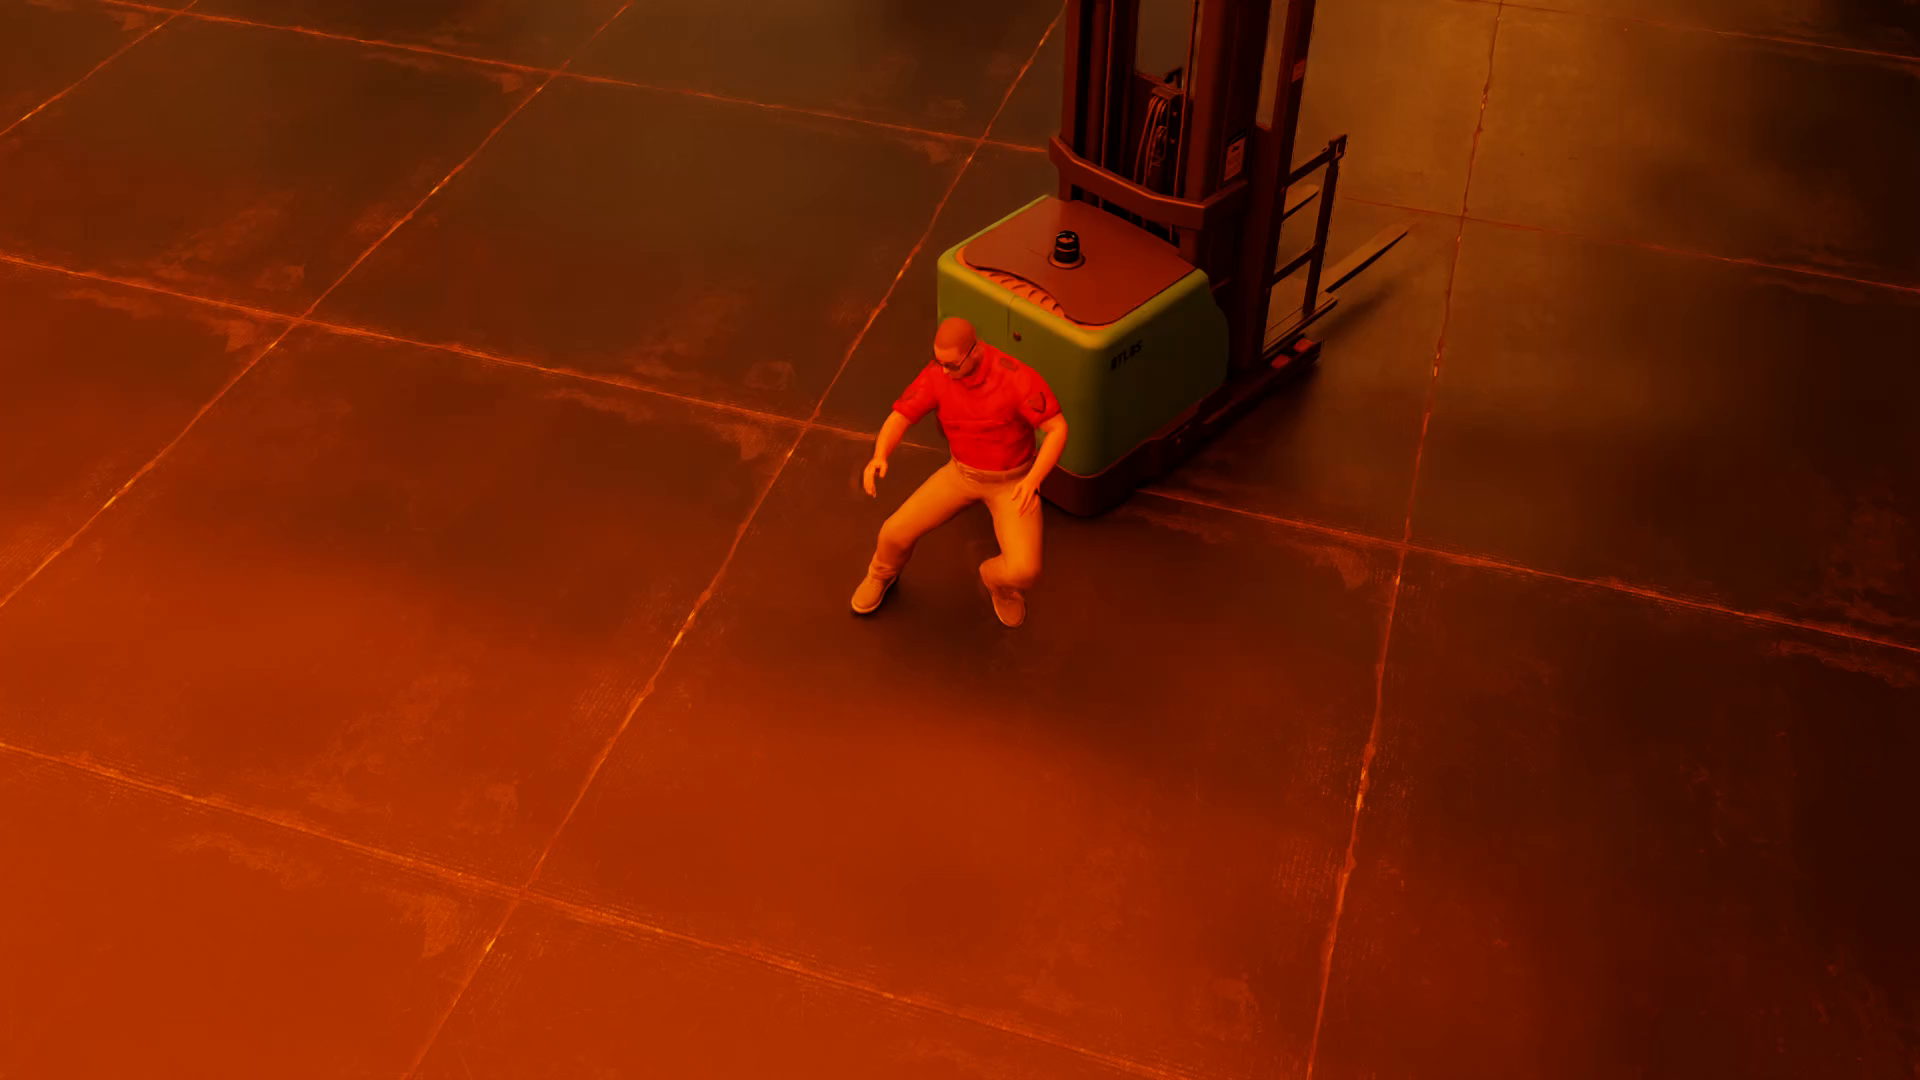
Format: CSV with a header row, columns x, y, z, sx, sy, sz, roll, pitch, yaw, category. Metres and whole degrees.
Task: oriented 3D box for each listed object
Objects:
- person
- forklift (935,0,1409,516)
x,y,z,sx,sy,sz,roll,pitch,yaw,category
-0.022,-0.202,6.950,0.923,1.498,0.772,21,47,21,person
1.258,-2.095,7.941,1.130,2.935,3.031,33,52,30,forklift
